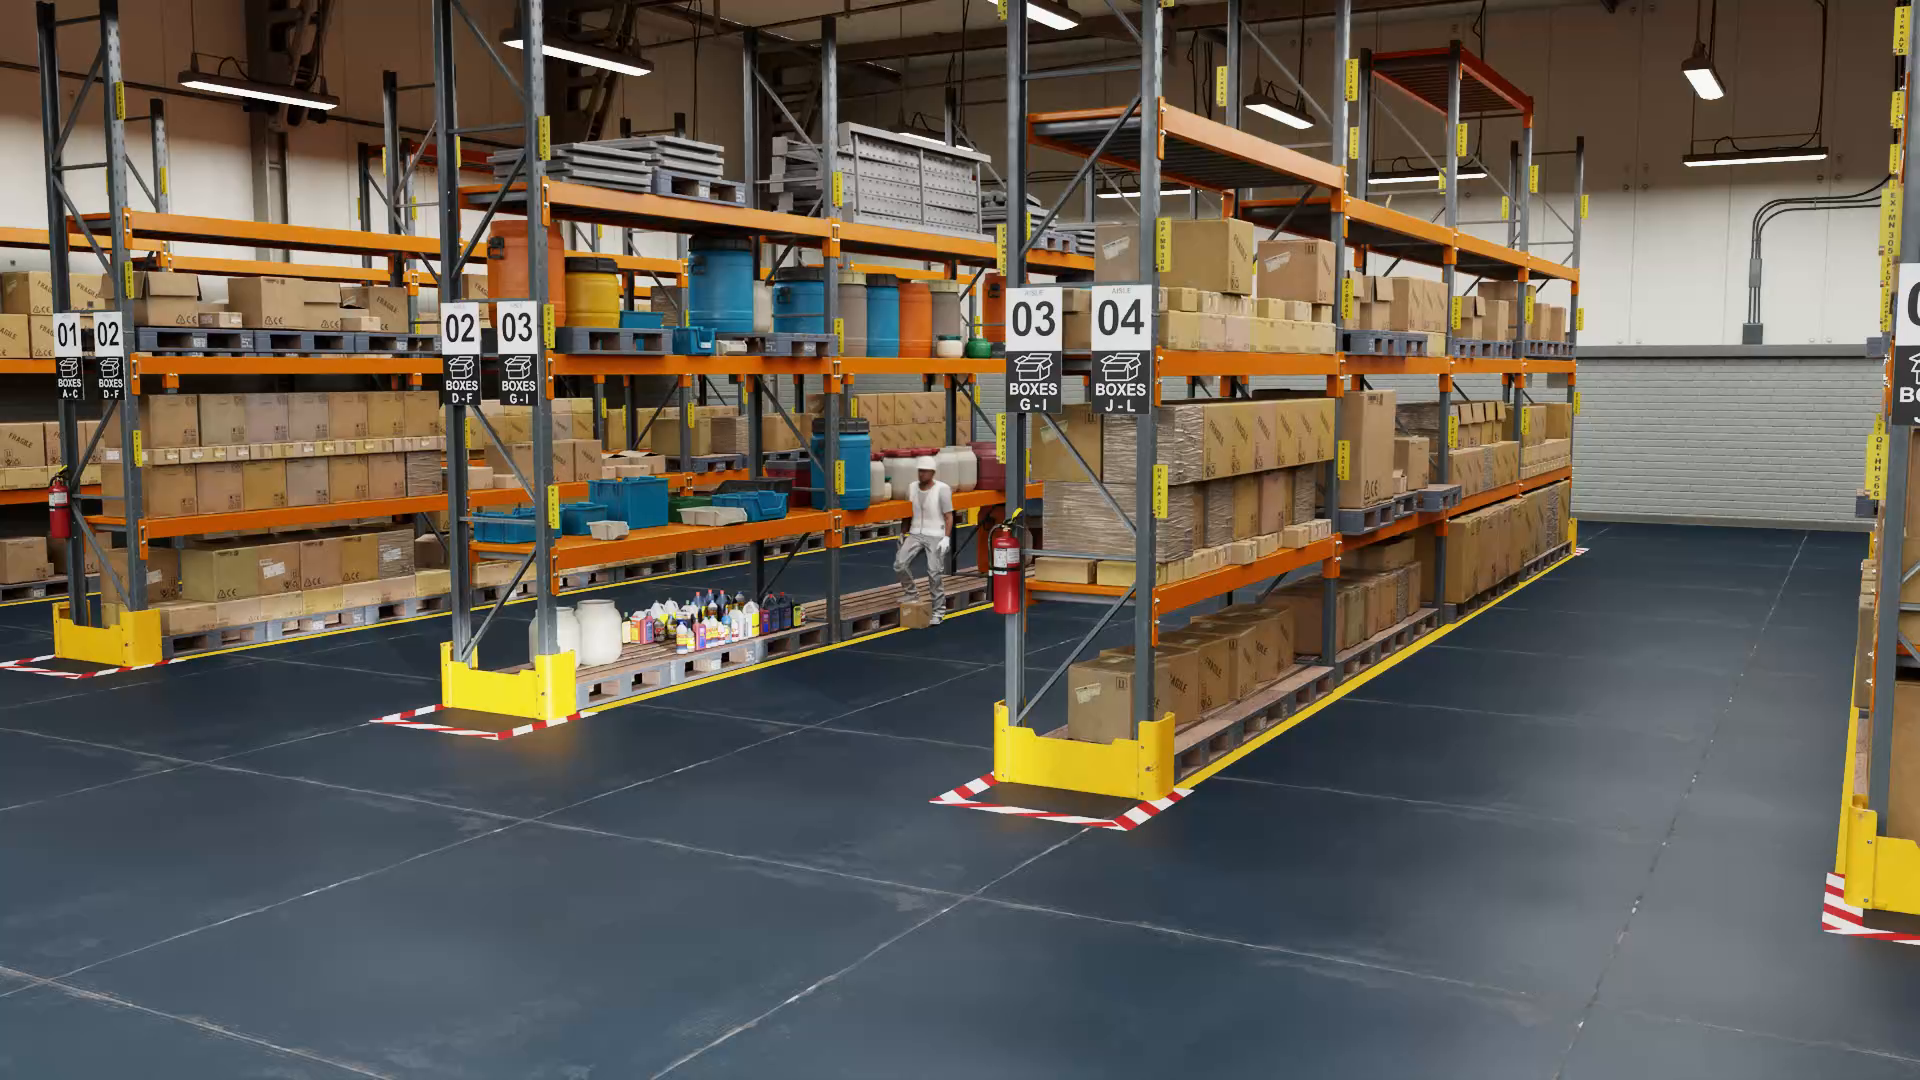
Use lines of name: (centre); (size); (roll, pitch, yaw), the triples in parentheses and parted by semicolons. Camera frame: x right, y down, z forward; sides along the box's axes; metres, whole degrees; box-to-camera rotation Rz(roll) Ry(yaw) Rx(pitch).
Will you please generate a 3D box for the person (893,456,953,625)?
person: (-0.386, 0.003, 17.538); (0.615, 1.782, 0.525); (3, 7, 29)
